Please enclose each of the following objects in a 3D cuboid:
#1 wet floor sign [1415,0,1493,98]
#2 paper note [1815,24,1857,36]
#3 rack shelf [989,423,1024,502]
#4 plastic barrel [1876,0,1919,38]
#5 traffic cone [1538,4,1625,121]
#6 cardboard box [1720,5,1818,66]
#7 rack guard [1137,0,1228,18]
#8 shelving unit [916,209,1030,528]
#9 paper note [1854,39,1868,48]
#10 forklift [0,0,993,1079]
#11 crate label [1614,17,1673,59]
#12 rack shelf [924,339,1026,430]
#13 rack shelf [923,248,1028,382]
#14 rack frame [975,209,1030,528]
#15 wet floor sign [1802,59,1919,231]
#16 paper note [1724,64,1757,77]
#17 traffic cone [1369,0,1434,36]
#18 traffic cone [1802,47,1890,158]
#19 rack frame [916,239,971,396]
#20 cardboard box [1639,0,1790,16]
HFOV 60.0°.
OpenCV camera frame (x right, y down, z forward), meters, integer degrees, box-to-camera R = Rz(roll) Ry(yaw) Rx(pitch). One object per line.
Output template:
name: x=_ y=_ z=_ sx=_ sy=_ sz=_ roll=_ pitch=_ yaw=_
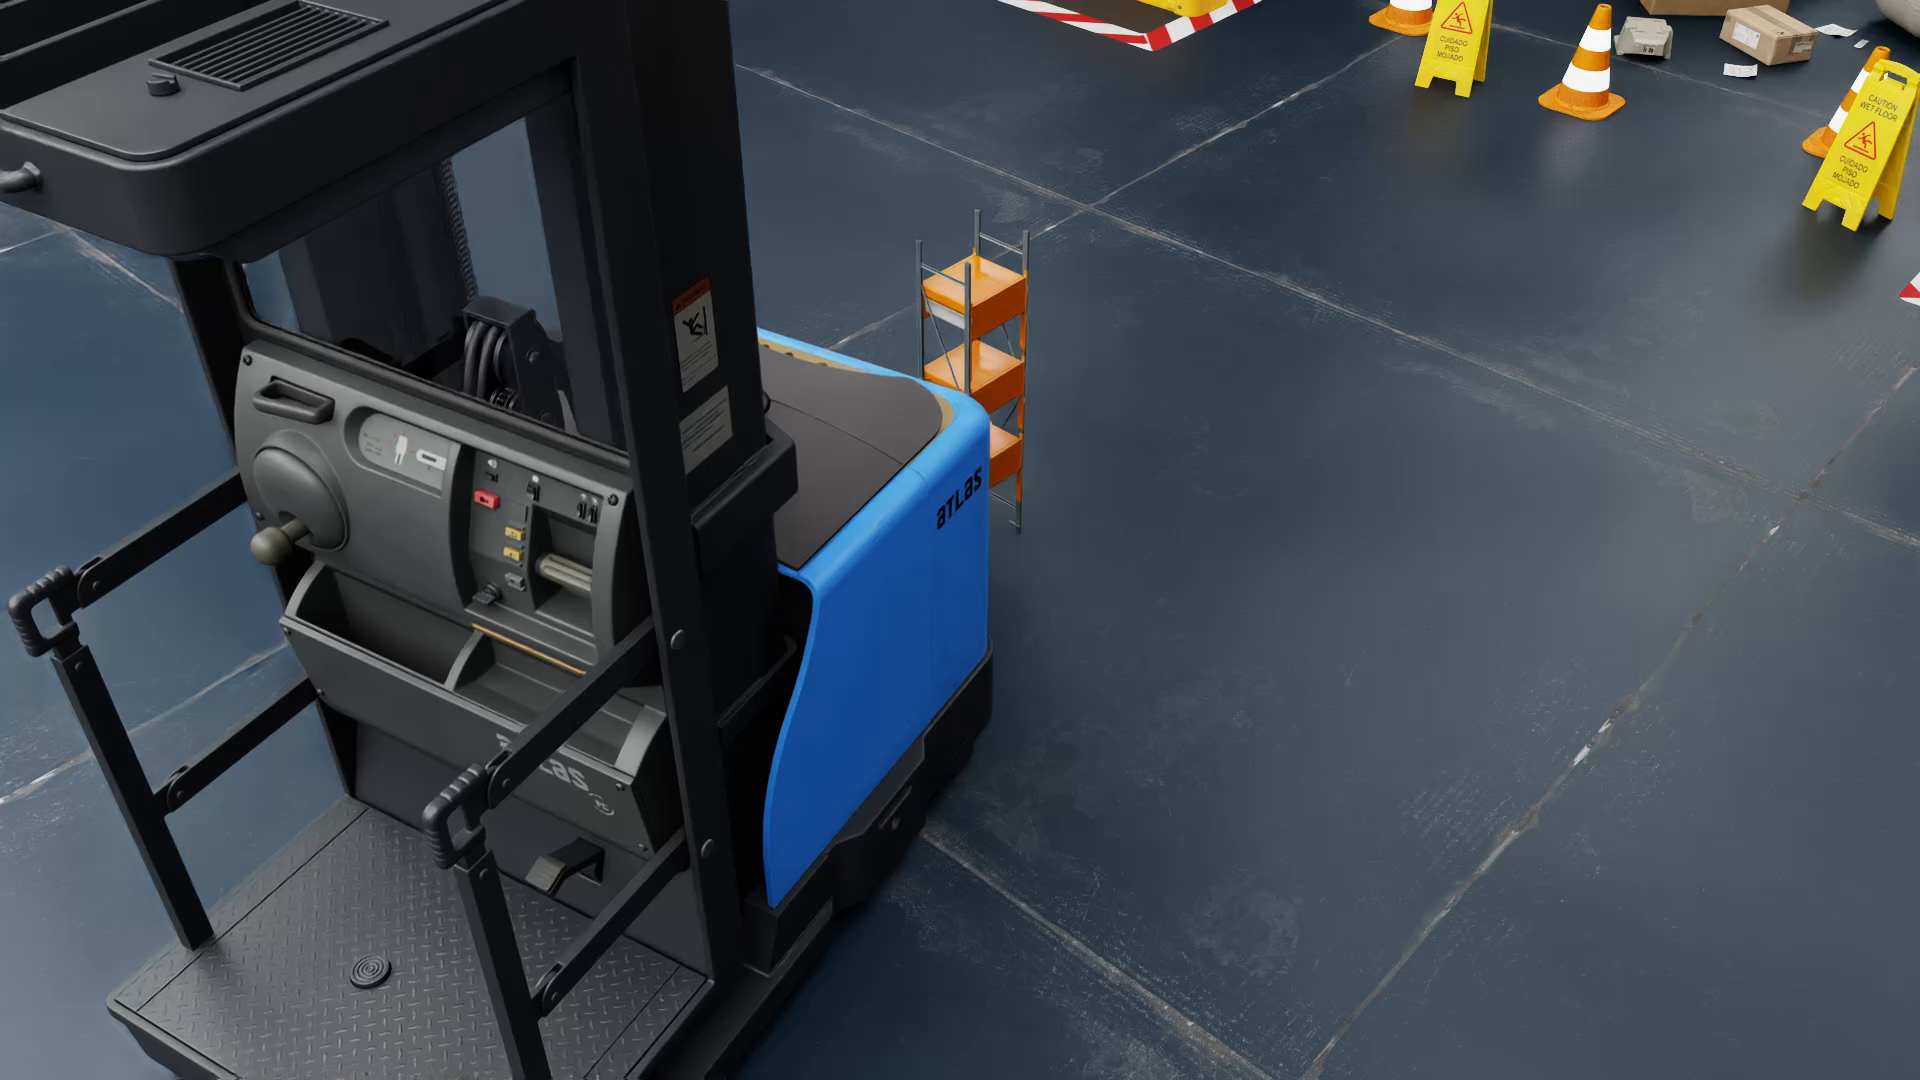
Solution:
wet floor sign: x=2.362 y=-2.454 z=7.817 sx=0.267 sy=0.644 sz=0.232 roll=22 pitch=43 yaw=25
paper note: x=4.494 y=-2.619 z=8.528 sx=0.142 sy=0.019 sz=0.148 roll=-18 pitch=42 yaw=-21
rack shelf: x=0.036 y=-0.210 z=5.134 sx=0.215 sy=0.259 sz=0.240 roll=30 pitch=47 yaw=32
plastic barrel: x=4.918 y=-2.764 z=8.386 sx=0.421 sy=0.421 sz=0.512 roll=-5 pitch=39 yaw=-6
traffic cone: x=2.931 y=-2.244 z=7.700 sx=0.336 sy=0.463 sz=0.334 roll=30 pitch=47 yaw=32
cardboard box: x=4.035 y=-2.522 z=8.302 sx=0.250 sy=0.149 sz=0.380 roll=-11 pitch=40 yaw=-14
rack guard: x=0.904 y=-3.231 z=8.911 sx=1.175 sy=0.500 sz=0.348 roll=30 pitch=47 yaw=32
shelving unit: x=0.036 y=-0.435 z=4.954 sx=0.215 sy=1.050 sz=0.252 roll=30 pitch=47 yaw=32
paper note: x=4.549 y=-2.504 z=8.391 sx=0.032 sy=0.001 sz=0.123 roll=30 pitch=47 yaw=32
forklift: x=-1.084 y=0.006 z=2.887 sx=1.130 sy=2.935 sz=3.031 roll=20 pitch=43 yaw=23
crate label: x=3.416 y=-2.504 z=8.289 sx=0.250 sy=0.136 sz=0.298 roll=8 pitch=39 yaw=10
rack shelf: x=0.036 y=-0.427 z=4.961 sx=0.215 sy=0.259 sz=0.240 roll=30 pitch=47 yaw=32
rack shelf: x=0.036 y=-0.649 z=4.784 sx=0.215 sy=0.259 sz=0.240 roll=30 pitch=47 yaw=32
rack frame: x=0.118 y=-0.492 z=5.025 sx=0.200 sy=1.050 sz=0.008 roll=30 pitch=47 yaw=32
wet floor sign: x=3.724 y=-1.628 z=6.779 sx=0.232 sy=0.644 sz=0.267 roll=-18 pitch=42 yaw=-21
paper note: x=3.810 y=-2.296 z=8.113 sx=0.148 sy=0.019 sz=0.142 roll=14 pitch=41 yaw=17
traffic cone: x=2.326 y=-2.875 z=8.494 sx=0.336 sy=0.463 sz=0.334 roll=30 pitch=47 yaw=32
traffic cone: x=3.980 y=-1.934 z=7.311 sx=0.336 sy=0.463 sz=0.334 roll=30 pitch=47 yaw=32
rack frame: x=-0.046 y=-0.379 z=4.884 sx=0.200 sy=1.050 sz=0.008 roll=30 pitch=47 yaw=32
cardboard box: x=3.958 y=-3.081 z=8.720 sx=0.797 sy=0.503 sz=0.637 roll=2 pitch=39 yaw=2
